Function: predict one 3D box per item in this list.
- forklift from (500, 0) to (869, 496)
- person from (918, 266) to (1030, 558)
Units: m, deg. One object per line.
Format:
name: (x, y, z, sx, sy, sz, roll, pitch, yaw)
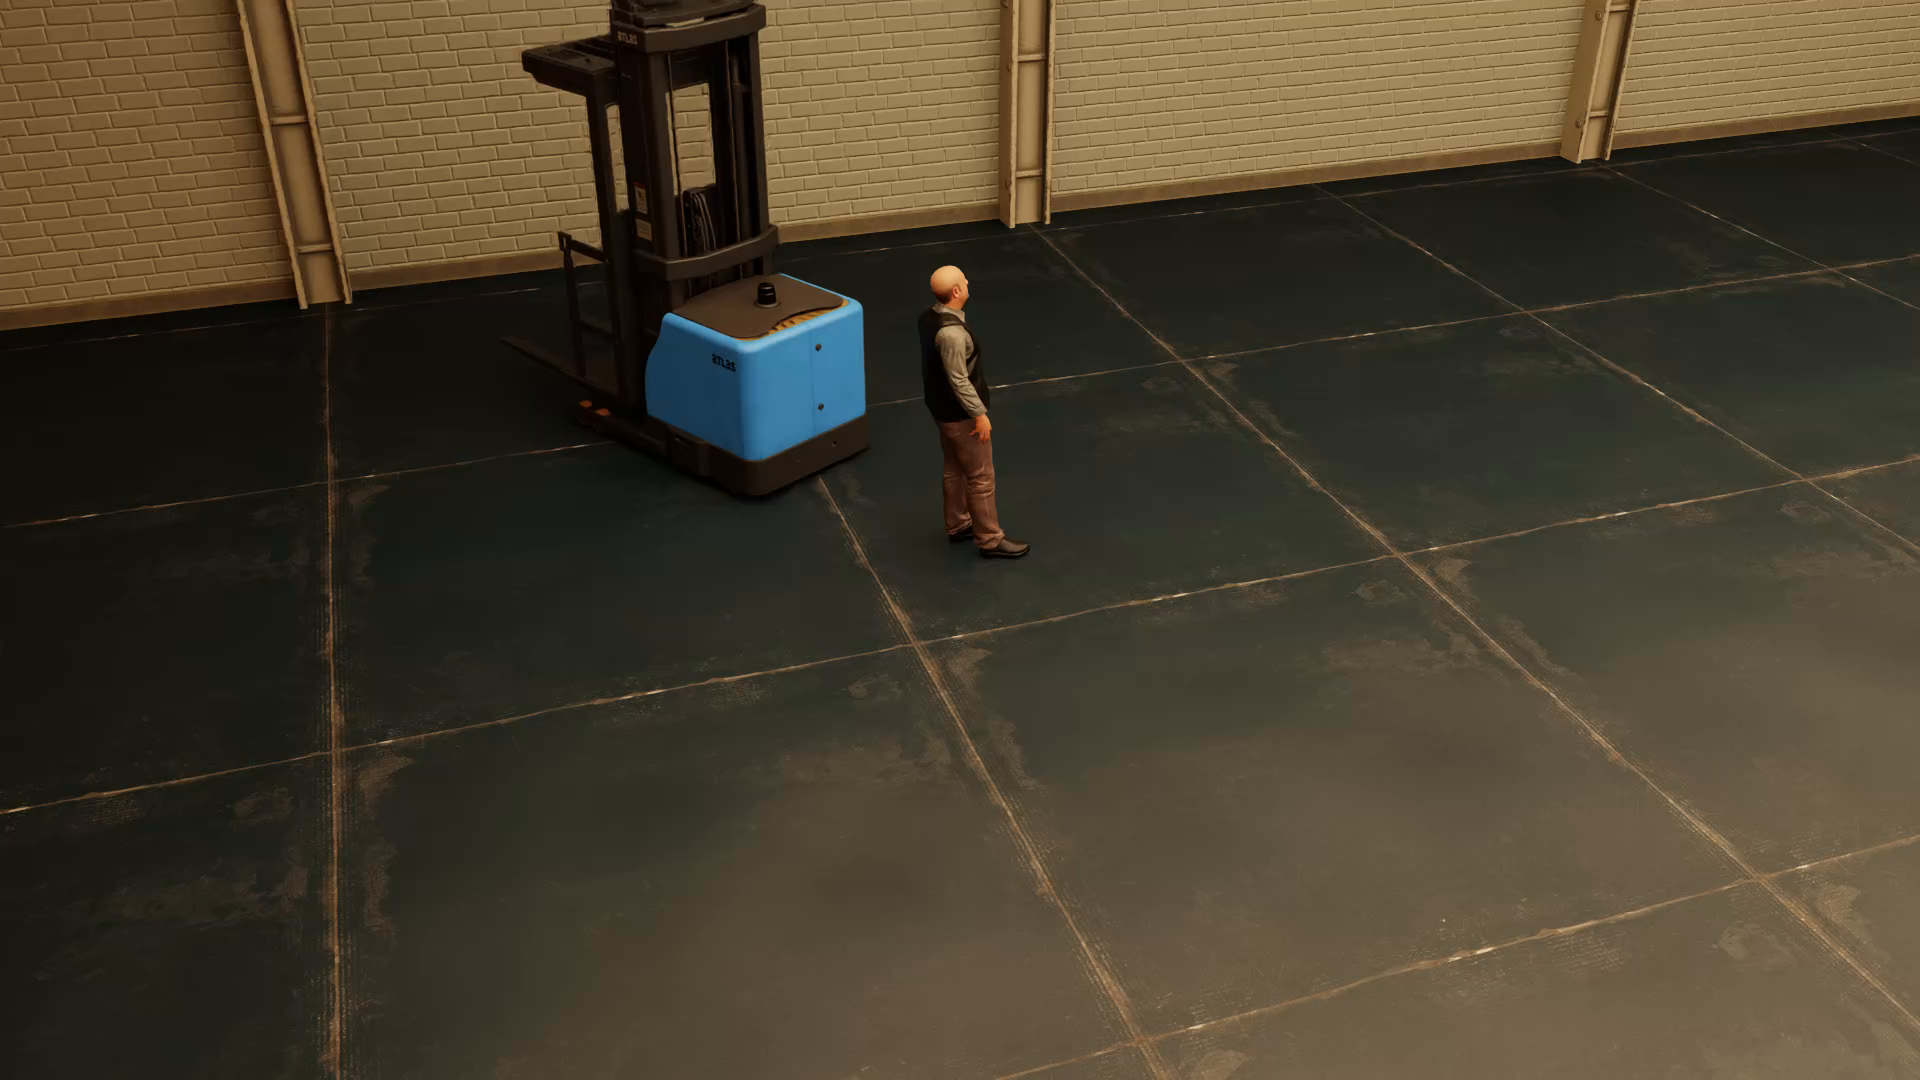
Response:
forklift: (-2.024, -2.165, 10.849, 3.031, 2.935, 1.130, 25, 38, 36)
person: (0.061, -0.759, 9.604, 0.568, 1.721, 0.633, -10, 31, -16)
